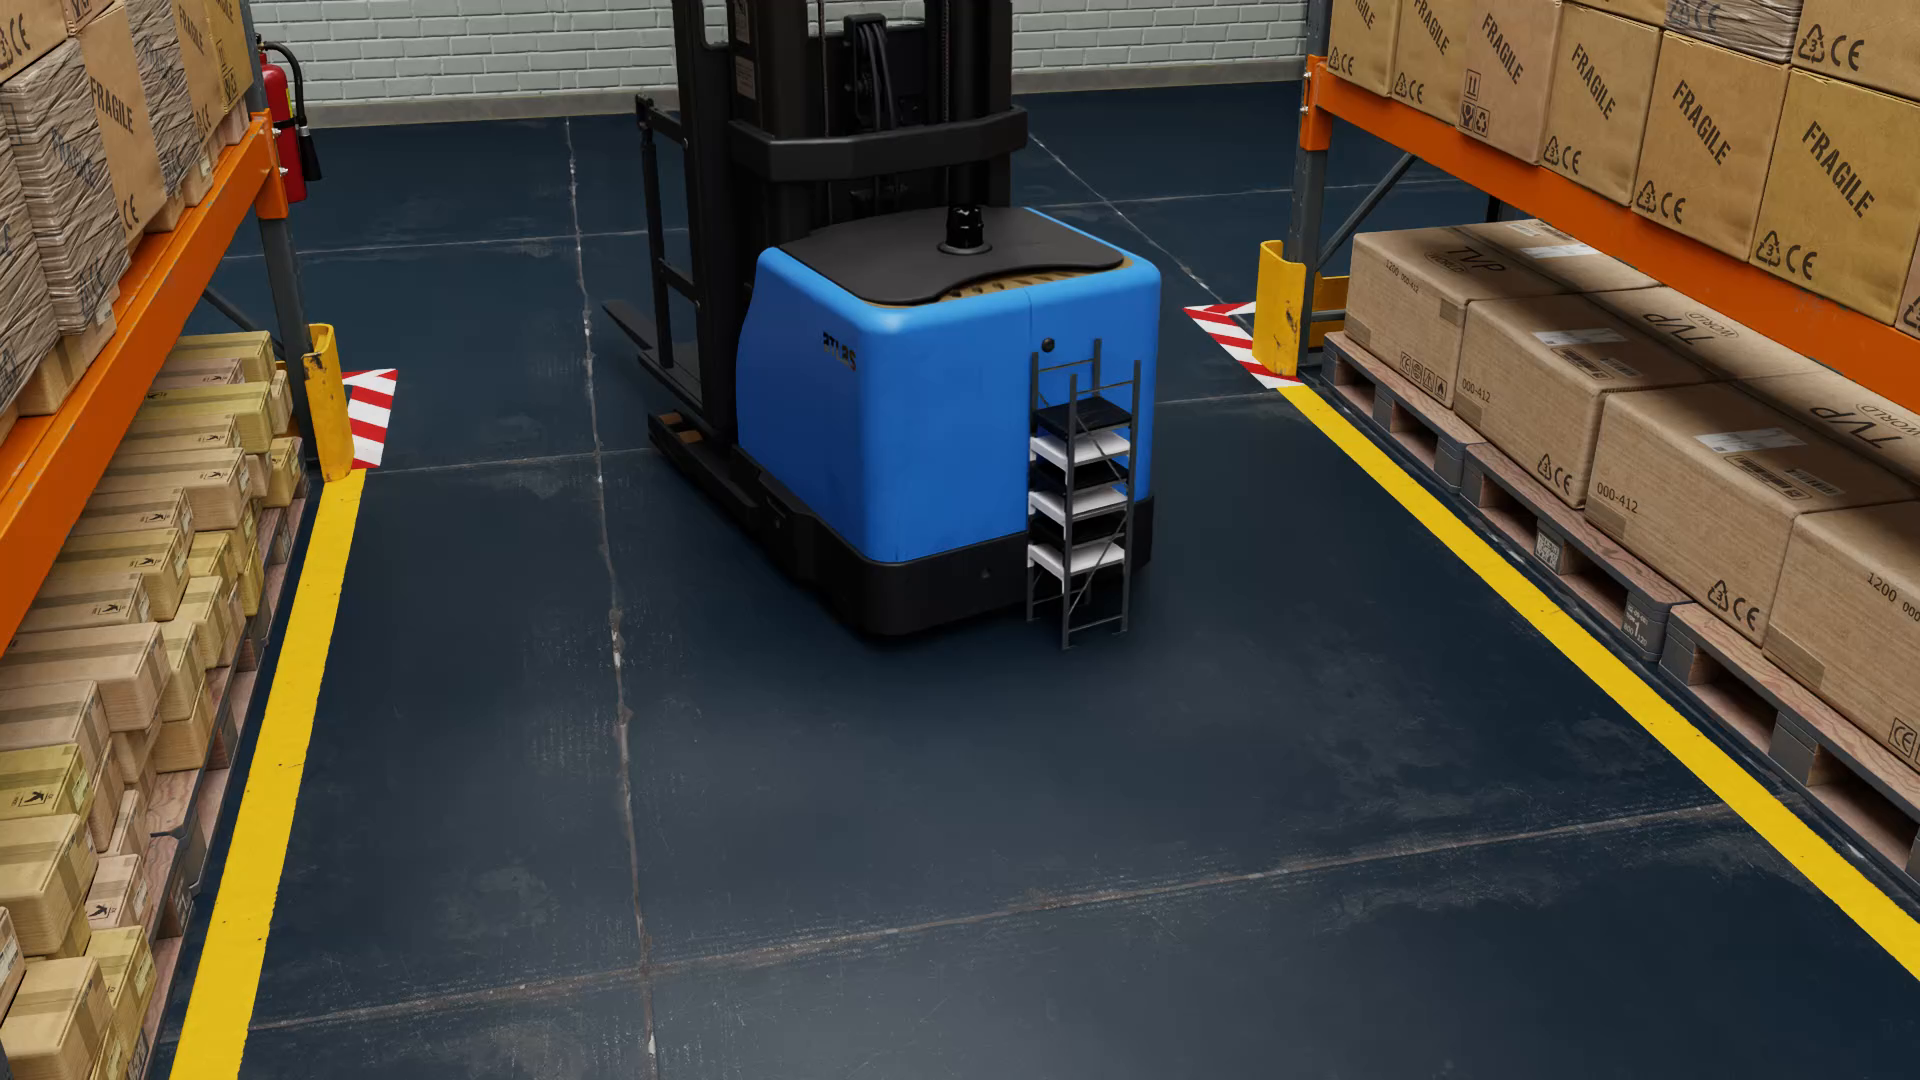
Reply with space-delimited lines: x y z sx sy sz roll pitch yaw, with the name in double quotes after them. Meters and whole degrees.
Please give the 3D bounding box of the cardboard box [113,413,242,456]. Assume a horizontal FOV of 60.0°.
-2.359 -0.247 4.949 0.380 0.149 0.250 -7 28 -14 "cardboard box"

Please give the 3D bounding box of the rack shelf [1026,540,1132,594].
0.365 0.061 5.104 0.258 0.077 0.200 -14 30 -26 "rack shelf"

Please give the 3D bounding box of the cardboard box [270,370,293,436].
-2.507 -0.455 5.691 0.380 0.149 0.250 -7 28 -13 "cardboard box"

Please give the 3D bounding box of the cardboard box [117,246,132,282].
-2.275 -0.695 4.076 0.380 0.149 0.250 -5 27 -11 "cardboard box"

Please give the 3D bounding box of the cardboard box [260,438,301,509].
-2.426 -0.213 5.541 0.380 0.149 0.250 -5 27 -10 "cardboard box"

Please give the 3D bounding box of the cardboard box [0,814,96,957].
-1.883 0.666 3.139 0.380 0.149 0.250 -5 27 -9 "cardboard box"

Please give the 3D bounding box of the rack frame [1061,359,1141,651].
0.415 -0.090 4.930 0.240 0.900 0.006 -14 30 -26 "rack frame"

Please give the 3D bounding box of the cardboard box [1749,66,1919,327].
2.322 -0.849 3.993 0.500 0.500 0.500 -7 28 -13 "cardboard box"

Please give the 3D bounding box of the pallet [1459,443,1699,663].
2.424 -0.035 5.585 1.003 0.211 1.213 -6 27 -12 "pallet"

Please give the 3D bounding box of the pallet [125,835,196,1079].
-2.189 1.099 3.338 1.003 0.211 1.213 -6 27 -12 "pallet"

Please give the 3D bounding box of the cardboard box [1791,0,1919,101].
2.315 -1.295 3.767 0.500 0.500 0.500 -6 27 -12 "cardboard box"

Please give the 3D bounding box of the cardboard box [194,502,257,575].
-2.259 -0.001 4.792 0.380 0.149 0.250 -6 27 -11 "cardboard box"

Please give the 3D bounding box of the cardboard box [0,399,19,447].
-2.045 -0.237 3.170 0.380 0.149 0.250 -7 28 -14 "cardboard box"

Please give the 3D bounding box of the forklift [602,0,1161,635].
-0.540 -1.647 5.761 1.130 2.935 3.031 -14 30 -26 "forklift"

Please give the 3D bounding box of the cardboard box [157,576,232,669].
-2.130 0.231 4.331 0.380 0.149 0.250 -6 27 -11 "cardboard box"

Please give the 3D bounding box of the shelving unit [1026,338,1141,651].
0.365 -0.130 5.008 0.258 0.900 0.210 -14 30 -26 "shelving unit"

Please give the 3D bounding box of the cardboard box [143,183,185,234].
-2.354 -0.934 4.551 0.380 0.149 0.250 -7 28 -14 "cardboard box"

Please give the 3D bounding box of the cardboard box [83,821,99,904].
-2.007 0.701 3.400 0.380 0.149 0.250 -6 27 -12 "cardboard box"

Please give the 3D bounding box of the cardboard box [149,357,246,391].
-2.537 -0.468 5.386 0.380 0.149 0.250 -5 27 -11 "cardboard box"

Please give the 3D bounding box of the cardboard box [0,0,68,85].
-2.082 -1.152 3.152 0.500 0.500 0.500 -5 27 -11 "cardboard box"

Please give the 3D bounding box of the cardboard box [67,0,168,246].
-2.215 -0.949 3.860 0.500 0.500 0.500 -5 27 -9 "cardboard box"

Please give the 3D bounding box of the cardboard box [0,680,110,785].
-2.069 0.448 3.572 0.380 0.149 0.250 -7 28 -13 "cardboard box"

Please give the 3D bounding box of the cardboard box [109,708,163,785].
-2.104 0.459 3.879 0.380 0.149 0.250 -5 27 -9 "cardboard box"

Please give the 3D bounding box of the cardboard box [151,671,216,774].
-2.104 0.473 4.182 0.380 0.149 0.250 -7 28 -13 "cardboard box"

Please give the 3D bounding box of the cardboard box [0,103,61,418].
-1.987 -0.492 2.954 0.500 0.500 0.500 -6 27 -12 "cardboard box"

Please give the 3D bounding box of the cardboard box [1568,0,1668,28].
2.087 -1.739 4.645 0.500 0.500 0.500 -6 27 -11 "cardboard box"

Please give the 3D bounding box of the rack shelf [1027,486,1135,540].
0.365 -0.100 5.023 0.258 0.077 0.200 -14 30 -26 "rack shelf"

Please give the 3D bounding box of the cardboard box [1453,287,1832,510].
2.356 -0.521 5.830 0.875 0.438 0.875 -5 27 -10 "cardboard box"

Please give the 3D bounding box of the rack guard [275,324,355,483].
-2.887 -0.461 6.109 1.175 0.500 0.348 -6 27 -12 "rack guard"

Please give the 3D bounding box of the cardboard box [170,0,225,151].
-2.441 -1.390 4.734 0.500 0.500 0.500 -6 27 -12 "cardboard box"

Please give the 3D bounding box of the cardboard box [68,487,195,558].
-2.292 -0.008 4.475 0.380 0.149 0.250 -7 28 -13 "cardboard box"

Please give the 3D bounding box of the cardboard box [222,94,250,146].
-2.555 -1.384 5.442 0.380 0.149 0.250 -6 27 -12 "cardboard box"

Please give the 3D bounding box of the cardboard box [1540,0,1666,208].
2.092 -1.300 4.885 0.500 0.500 0.500 -5 27 -10 "cardboard box"

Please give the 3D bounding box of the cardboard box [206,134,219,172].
-2.465 -1.162 5.003 0.380 0.149 0.250 -6 27 -12 "cardboard box"

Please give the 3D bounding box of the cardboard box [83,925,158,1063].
-1.832 0.921 3.294 0.380 0.149 0.250 -5 27 -10 "cardboard box"

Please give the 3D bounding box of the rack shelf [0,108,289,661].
-2.453 -0.411 4.035 1.077 0.370 4.000 -6 27 -12 "rack shelf"

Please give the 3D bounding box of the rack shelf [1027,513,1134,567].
0.365 -0.020 5.064 0.258 0.077 0.200 -14 30 -26 "rack shelf"

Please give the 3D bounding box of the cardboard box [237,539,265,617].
-2.263 0.125 4.872 0.380 0.149 0.250 -7 28 -14 "cardboard box"

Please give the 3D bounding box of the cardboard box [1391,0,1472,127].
1.865 -1.743 5.764 0.500 0.500 0.500 -6 27 -12 "cardboard box"

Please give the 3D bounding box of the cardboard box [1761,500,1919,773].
2.760 0.268 4.267 0.875 0.438 0.875 -6 27 -12 "cardboard box"

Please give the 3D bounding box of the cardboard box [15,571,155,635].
-2.188 0.216 4.030 0.380 0.149 0.250 -7 28 -14 "cardboard box"

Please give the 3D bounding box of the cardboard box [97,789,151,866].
-2.044 0.711 3.710 0.380 0.149 0.250 -7 28 -13 "cardboard box"

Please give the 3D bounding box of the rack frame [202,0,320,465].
-2.904 -1.611 5.612 1.000 3.000 0.127 -6 27 -12 "rack frame"

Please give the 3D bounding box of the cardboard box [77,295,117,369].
-2.092 -0.473 3.637 0.380 0.149 0.250 -5 27 -9 "cardboard box"

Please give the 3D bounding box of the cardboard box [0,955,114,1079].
-1.773 0.906 2.993 0.380 0.149 0.250 -5 27 -9 "cardboard box"

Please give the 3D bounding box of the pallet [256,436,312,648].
-2.738 0.028 5.461 1.003 0.211 1.213 -6 27 -12 "pallet"

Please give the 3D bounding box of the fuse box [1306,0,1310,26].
2.682 -4.205 12.182 0.539 1.711 0.414 -6 27 -12 "fuse box"
